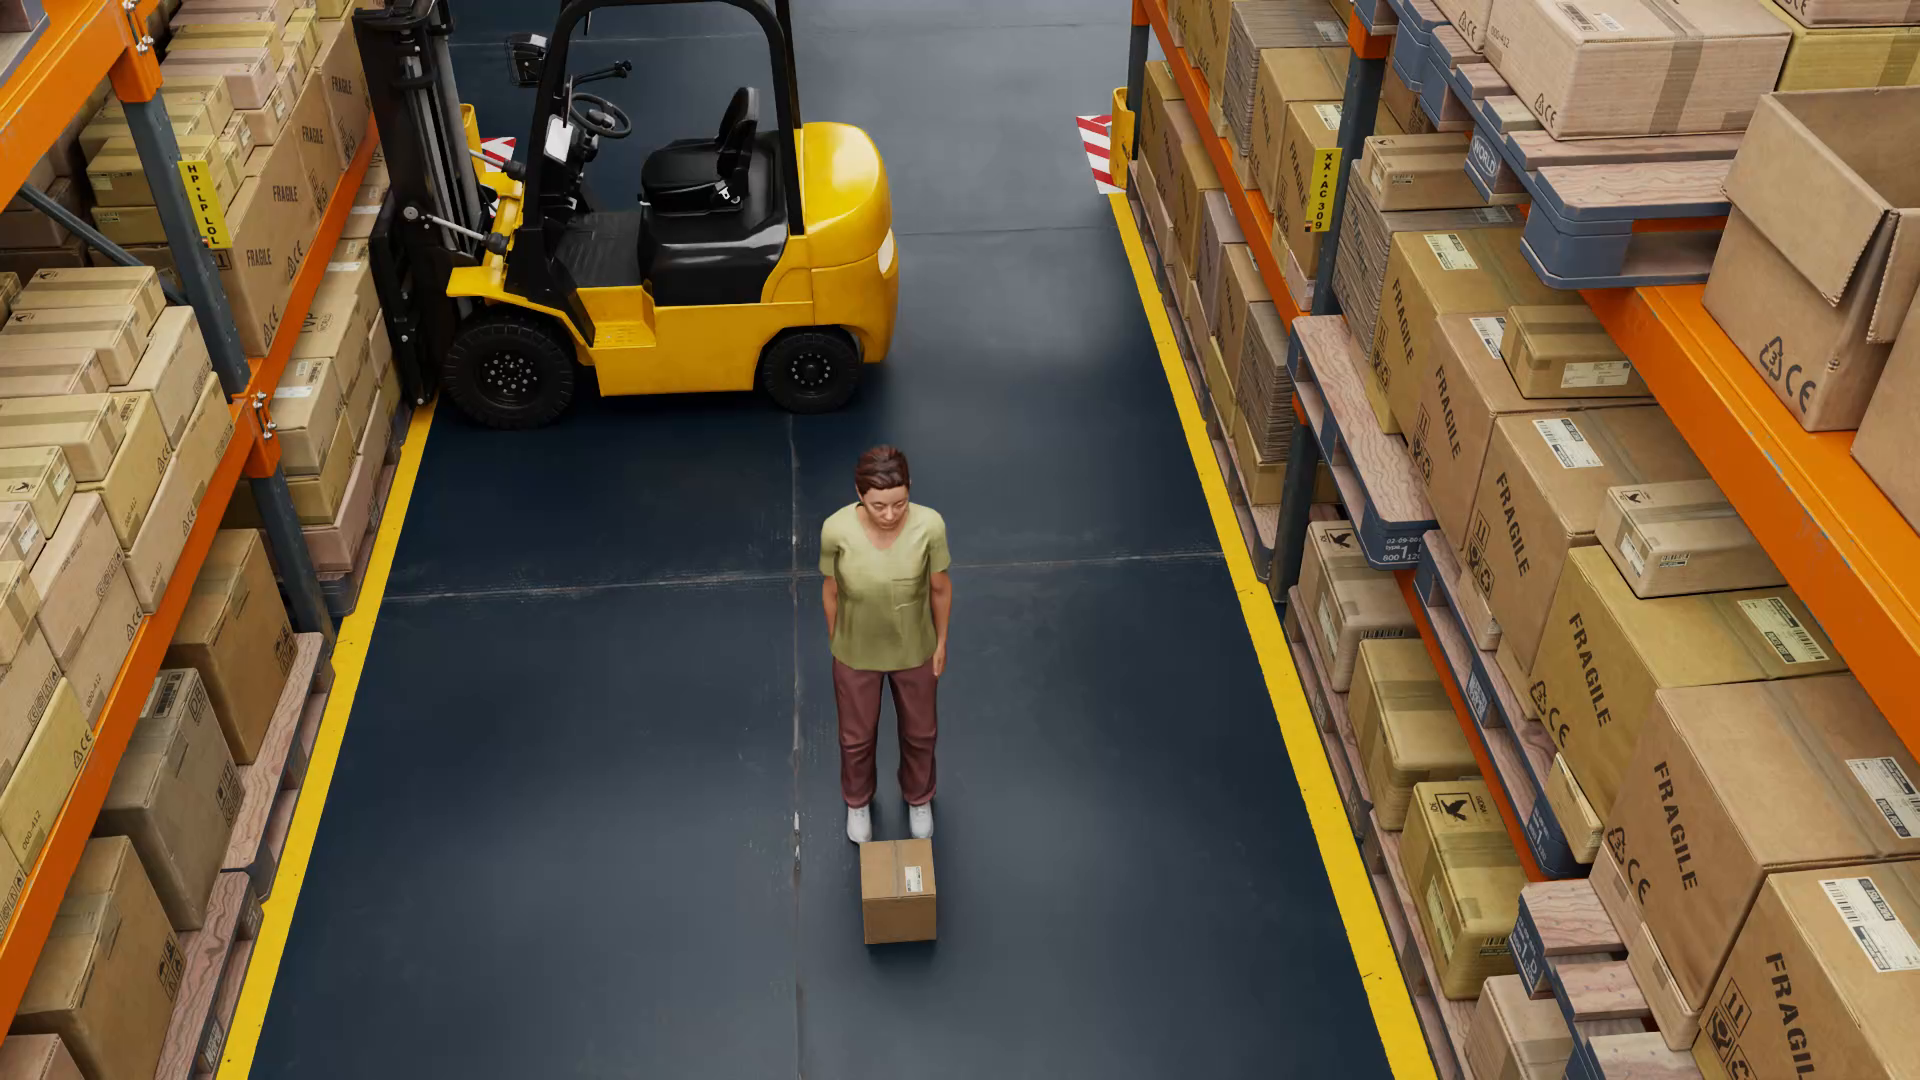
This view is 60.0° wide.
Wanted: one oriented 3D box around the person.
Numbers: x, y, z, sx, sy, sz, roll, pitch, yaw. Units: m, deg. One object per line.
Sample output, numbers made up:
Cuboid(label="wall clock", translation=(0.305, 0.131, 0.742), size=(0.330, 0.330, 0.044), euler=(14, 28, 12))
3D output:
Cuboid(label="person", translation=(-0.246, 0.366, 5.719), size=(0.443, 1.680, 0.362), euler=(-2, 39, -3))
